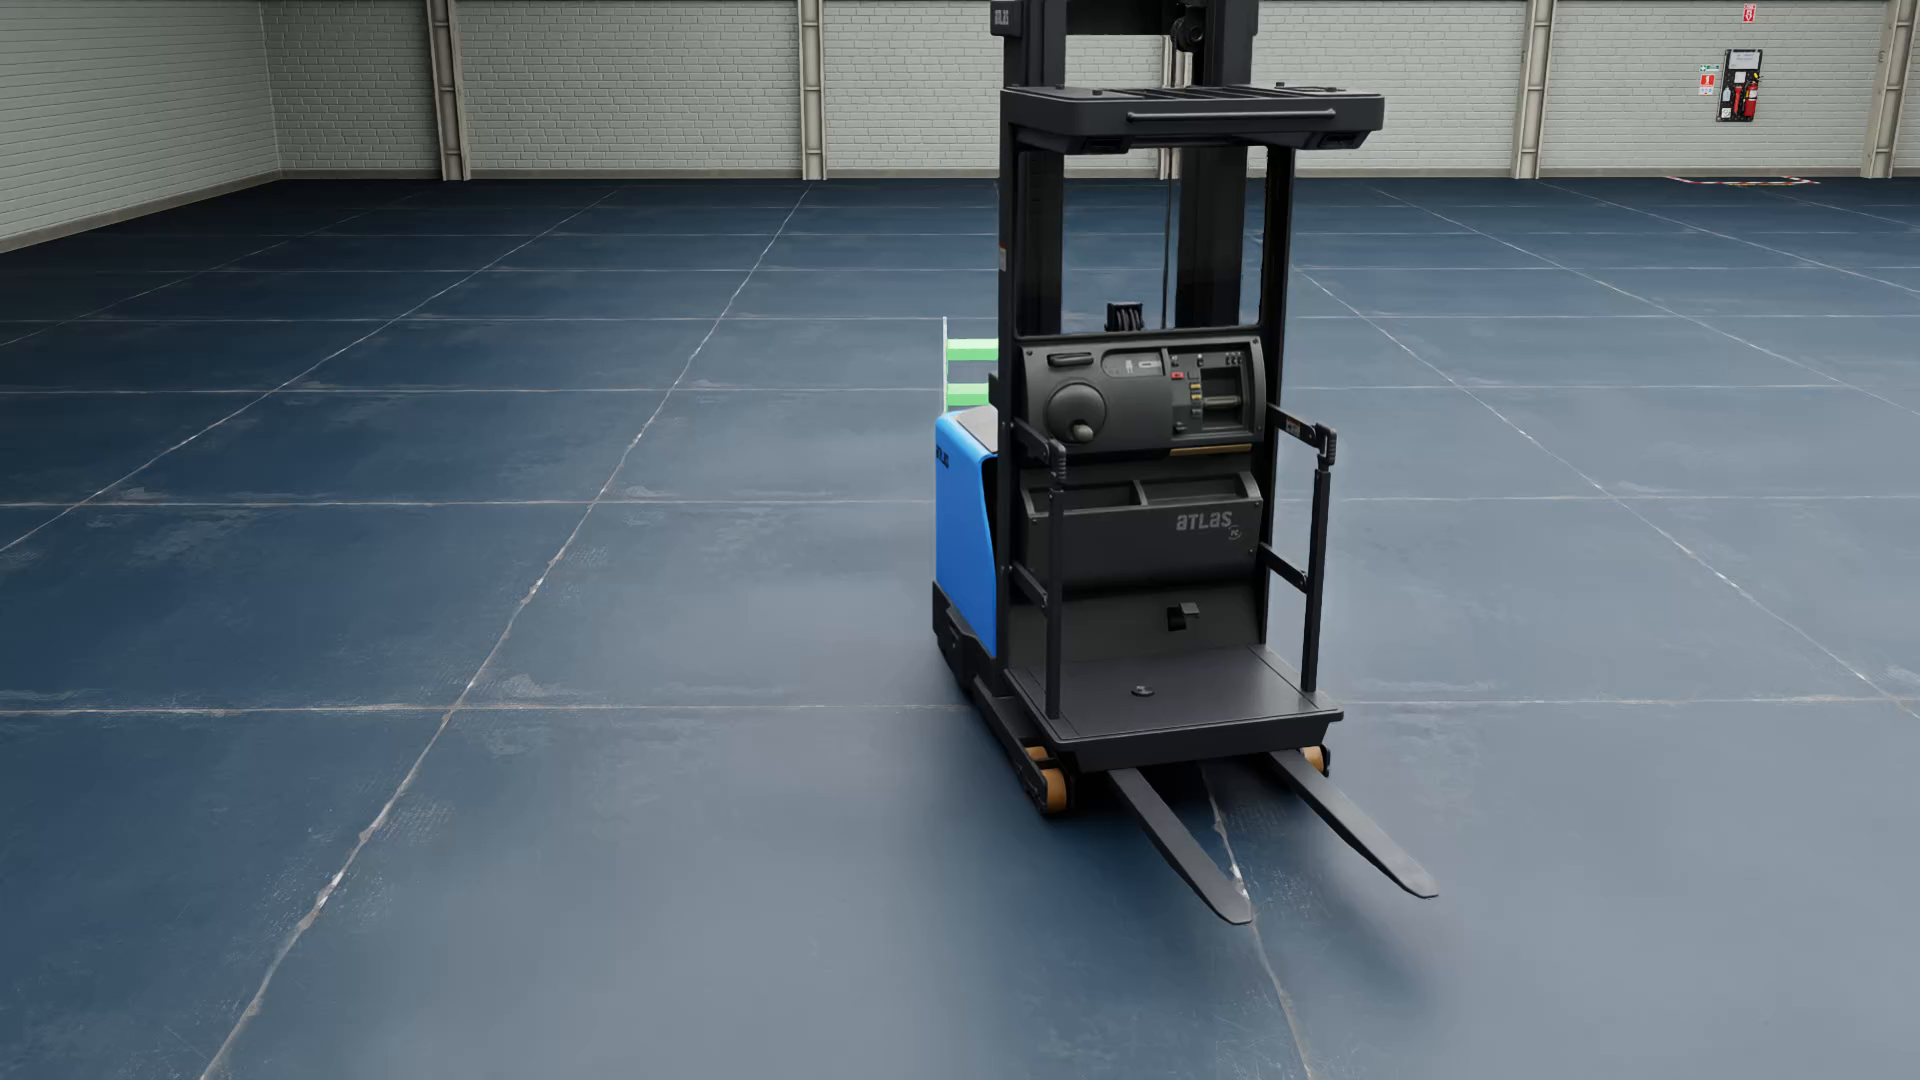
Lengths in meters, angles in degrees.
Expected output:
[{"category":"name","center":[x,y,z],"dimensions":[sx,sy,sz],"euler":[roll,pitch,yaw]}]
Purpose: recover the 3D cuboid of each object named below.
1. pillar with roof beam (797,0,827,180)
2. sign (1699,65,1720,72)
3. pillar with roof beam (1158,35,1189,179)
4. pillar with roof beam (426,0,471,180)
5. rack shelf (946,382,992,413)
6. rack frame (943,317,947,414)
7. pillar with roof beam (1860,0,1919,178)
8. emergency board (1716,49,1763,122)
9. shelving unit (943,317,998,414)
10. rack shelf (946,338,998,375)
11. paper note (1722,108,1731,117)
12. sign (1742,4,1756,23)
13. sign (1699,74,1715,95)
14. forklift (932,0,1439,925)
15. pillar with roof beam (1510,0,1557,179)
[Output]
[{"category":"pillar with roof beam","center":[-2.373,-9.049,22.525],"dimensions":[0.400,9.000,9.100],"euler":[0,18,-1]},{"category":"sign","center":[12.535,-7.889,27.805],"dimensions":[0.331,0.109,0.001],"euler":[0,18,-1]},{"category":"pillar with roof beam","center":[3.626,-9.078,22.615],"dimensions":[0.400,9.000,9.100],"euler":[0,18,-1]},{"category":"pillar with roof beam","center":[-8.372,-9.020,22.435],"dimensions":[0.400,9.000,9.100],"euler":[0,18,-1]},{"category":"rack shelf","center":[0.166,-0.740,8.813],"dimensions":[0.480,0.148,0.258],"euler":[0,18,-1]},{"category":"rack frame","center":[-0.078,-0.571,8.863],"dimensions":[0.015,1.200,0.240],"euler":[0,18,-1]},{"category":"pillar with roof beam","center":[15.625,-9.136,22.795],"dimensions":[0.400,9.000,9.100],"euler":[0,18,-1]},{"category":"emergency board","center":[13.085,-7.594,27.810],"dimensions":[0.643,1.169,0.194],"euler":[0,18,-1]},{"category":"shelving unit","center":[0.166,-0.572,8.867],"dimensions":[0.503,1.200,0.258],"euler":[0,18,-1]},{"category":"rack shelf","center":[0.166,-0.968,8.740],"dimensions":[0.480,0.148,0.258],"euler":[0,18,-1]},{"category":"paper note","center":[12.907,-7.195,28.007],"dimensions":[0.142,0.148,0.016],"euler":[0,18,-1]},{"category":"sign","center":[13.076,-8.728,27.550],"dimensions":[0.199,0.298,0.001],"euler":[0,18,-1]},{"category":"sign","center":[12.531,-7.640,27.894],"dimensions":[0.234,0.329,0.001],"euler":[0,18,-1]},{"category":"forklift","center":[0.740,-0.540,5.933],"dimensions":[1.130,2.935,3.031],"euler":[-5,18,-14]},{"category":"pillar with roof beam","center":[9.625,-9.107,22.705],"dimensions":[0.400,9.000,9.100],"euler":[0,18,-1]}]
